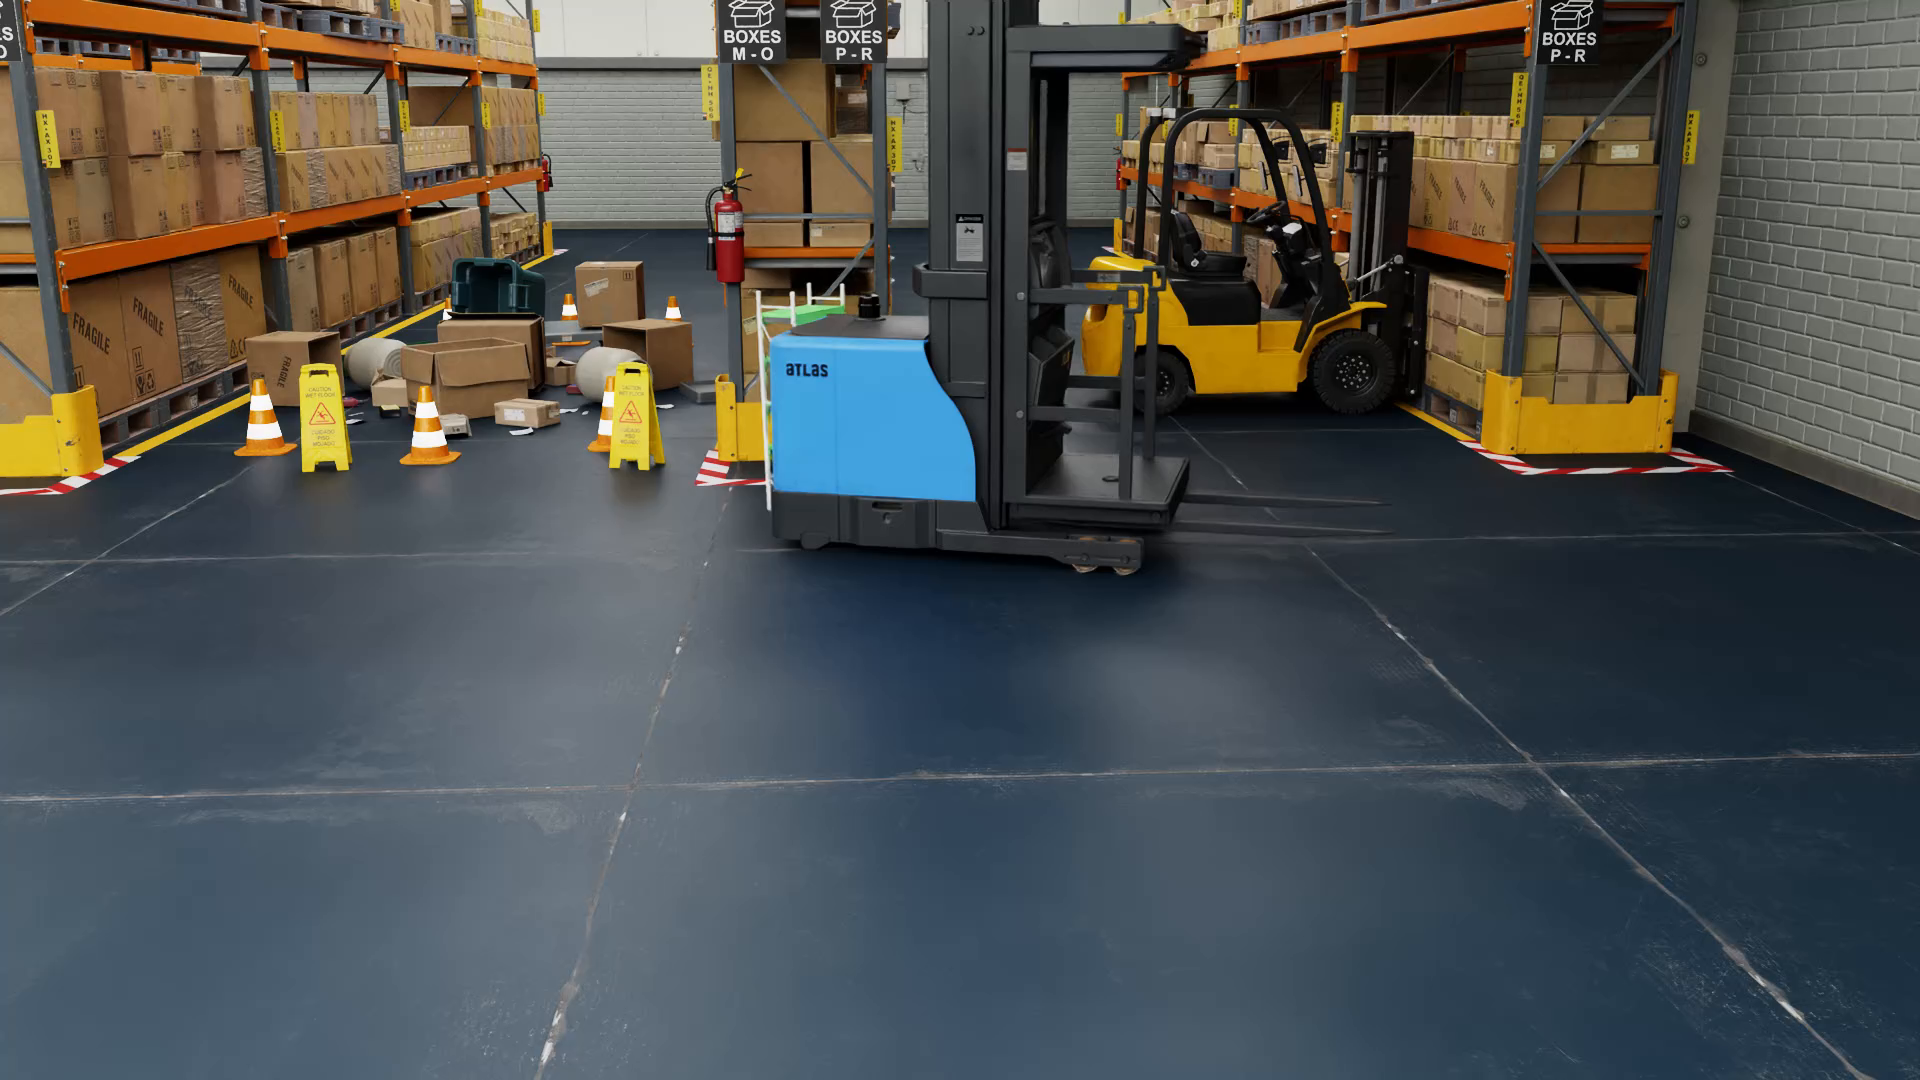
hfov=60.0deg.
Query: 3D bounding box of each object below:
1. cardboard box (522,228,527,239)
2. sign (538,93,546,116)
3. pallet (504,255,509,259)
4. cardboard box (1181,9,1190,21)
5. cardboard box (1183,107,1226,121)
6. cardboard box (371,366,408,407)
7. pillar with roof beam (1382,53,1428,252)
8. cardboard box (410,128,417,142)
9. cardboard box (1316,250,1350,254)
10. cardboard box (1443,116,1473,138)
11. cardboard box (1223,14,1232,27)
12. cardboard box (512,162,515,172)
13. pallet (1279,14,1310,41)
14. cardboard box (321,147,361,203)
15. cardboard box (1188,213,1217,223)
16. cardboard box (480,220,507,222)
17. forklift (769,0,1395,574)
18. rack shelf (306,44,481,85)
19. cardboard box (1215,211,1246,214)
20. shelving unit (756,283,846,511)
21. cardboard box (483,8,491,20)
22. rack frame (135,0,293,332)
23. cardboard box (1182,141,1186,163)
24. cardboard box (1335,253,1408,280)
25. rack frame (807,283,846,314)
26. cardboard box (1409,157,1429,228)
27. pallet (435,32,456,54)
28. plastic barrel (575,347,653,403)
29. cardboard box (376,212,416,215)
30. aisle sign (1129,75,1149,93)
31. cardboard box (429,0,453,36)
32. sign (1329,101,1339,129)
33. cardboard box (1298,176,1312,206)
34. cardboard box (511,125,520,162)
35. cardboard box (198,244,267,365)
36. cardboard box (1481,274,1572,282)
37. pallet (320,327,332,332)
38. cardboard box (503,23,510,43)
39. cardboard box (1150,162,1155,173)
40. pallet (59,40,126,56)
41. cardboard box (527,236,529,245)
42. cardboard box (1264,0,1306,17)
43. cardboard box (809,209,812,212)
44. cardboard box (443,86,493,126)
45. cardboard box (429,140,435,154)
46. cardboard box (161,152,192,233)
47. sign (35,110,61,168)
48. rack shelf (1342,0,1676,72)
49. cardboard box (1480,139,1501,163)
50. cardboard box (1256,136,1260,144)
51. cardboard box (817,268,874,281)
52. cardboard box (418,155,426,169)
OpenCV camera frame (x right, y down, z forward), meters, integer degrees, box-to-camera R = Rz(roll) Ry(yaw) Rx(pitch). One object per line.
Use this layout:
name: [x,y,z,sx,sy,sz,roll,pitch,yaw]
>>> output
cardboard box: [-6.474,-4.438,24.037,0.380,0.149,0.250,-1,14,-3]
sign: [-6.315,-6.573,25.096,0.100,0.325,0.005,-1,14,-3]
pallet: [-6.699,-3.677,22.394,1.003,0.211,1.213,-1,14,-3]
cardboard box: [2.950,-6.493,20.588,0.380,0.149,0.250,-1,14,-4]
cardboard box: [3.439,-5.849,23.439,0.500,0.500,0.500,-1,14,-5]
cardboard box: [-4.182,-1.148,12.456,0.396,0.266,0.258,2,15,6]
pillar with roof beam: [0.197,-6.574,16.017,9.100,9.000,0.400,-1,14,-3]
cardboard box: [-6.240,-4.482,18.393,0.380,0.149,0.250,-1,14,-4]
cardboard box: [3.678,-2.427,15.860,0.875,0.625,0.625,-1,14,-4]
cardboard box: [3.619,-2.900,11.678,0.380,0.149,0.250,-1,14,-2]
cardboard box: [3.205,-5.895,18.897,0.380,0.149,0.250,-1,14,-3]
cardboard box: [-6.576,-5.336,23.748,0.380,0.149,0.250,-1,15,-6]
pallet: [3.717,-4.961,16.147,1.003,0.211,1.213,0,14,-1]
cardboard box: [-5.982,-3.431,15.641,0.500,0.500,0.500,-1,14,-3]
cardboard box: [3.144,-4.122,21.401,0.380,0.149,0.250,-2,15,-6]
cardboard box: [-6.532,-4.388,23.245,0.380,0.149,0.250,-1,15,-6]
forklift: [0.629,-1.401,8.091,3.031,2.935,1.130,3,15,12]
rack shelf: [-6.498,-5.468,19.182,1.077,0.370,4.000,-1,14,-3]
cardboard box: [3.576,-4.260,21.935,0.380,0.149,0.250,-1,15,-6]
shelving unit: [-0.849,-0.790,9.173,0.258,1.200,0.503,6,15,28]
cardboard box: [-6.425,-6.947,21.986,0.380,0.149,0.250,-1,14,-5]
rack frame: [-6.127,-2.871,13.667,1.000,3.000,0.127,-1,14,-3]
cardboard box: [2.969,-4.827,20.694,0.396,0.266,0.258,0,14,-1]
cardboard box: [3.478,-2.281,14.042,0.500,0.250,0.500,-1,14,-4]
rack frame: [-0.733,-0.843,9.381,0.240,1.200,0.015,6,15,28]
cardboard box: [3.620,-2.604,12.426,0.500,0.500,0.500,-1,14,-3]
pallet: [-6.623,-5.810,19.444,1.213,0.211,1.003,-1,14,-3]
plastic barrel: [-2.584,-1.221,12.422,0.512,0.421,0.421,10,18,35]
cardboard box: [-6.778,-3.770,19.827,0.500,0.250,0.500,0,14,-1]
aisle sign: [2.721,-7.306,25.686,0.394,0.787,0.004,-1,14,-3]
cardboard box: [-6.709,-6.470,20.588,0.700,0.500,0.500,-1,14,-3]
sign: [4.067,-4.615,18.121,0.100,0.325,0.005,-1,14,-3]
cardboard box: [3.432,-3.224,15.338,0.500,0.250,0.500,-1,14,-4]
cardboard box: [-6.497,-5.562,23.327,0.500,0.500,0.500,0,14,-1]
cardboard box: [-6.158,-1.888,13.267,0.875,0.875,0.875,-1,14,-3]
cardboard box: [4.114,-1.783,12.105,0.500,0.250,0.500,-1,14,-4]
pallet: [-6.250,-1.712,14.755,1.003,0.211,1.213,-1,14,-3]
cardboard box: [-6.506,-6.987,22.940,0.500,0.250,0.500,-2,15,-6]
cardboard box: [2.883,-5.251,23.420,0.380,0.149,0.250,-1,14,-4]
pallet: [-11.619,-6.423,21.628,1.003,0.211,1.213,-1,14,-3]
cardboard box: [-6.582,-4.421,24.569,0.380,0.149,0.250,-1,14,-4]
cardboard box: [3.446,-5.490,16.582,0.700,0.500,0.500,-1,14,-5]
cardboard box: [-1.256,-2.327,12.054,0.380,0.149,0.250,-1,14,-3]
cardboard box: [-6.407,-5.654,21.676,0.500,0.500,0.500,-1,14,-2]
cardboard box: [-6.285,-4.536,19.199,0.380,0.149,0.250,-1,14,-4]
cardboard box: [-5.986,-2.450,11.726,0.875,0.550,0.500,-1,14,-3]
sign: [-5.325,-2.341,9.710,0.100,0.325,0.005,-1,14,-3]
rack shelf: [3.885,-3.657,12.145,1.077,0.370,4.000,-1,14,-3]
cardboard box: [3.663,-2.563,10.967,0.380,0.149,0.250,-1,14,-3]
cardboard box: [3.299,-4.194,17.305,0.380,0.149,0.250,0,14,-2]
cardboard box: [-0.822,-1.812,12.718,0.500,0.500,0.500,0,14,0]
cardboard box: [-6.253,-4.263,18.737,0.380,0.149,0.250,0,14,-1]
